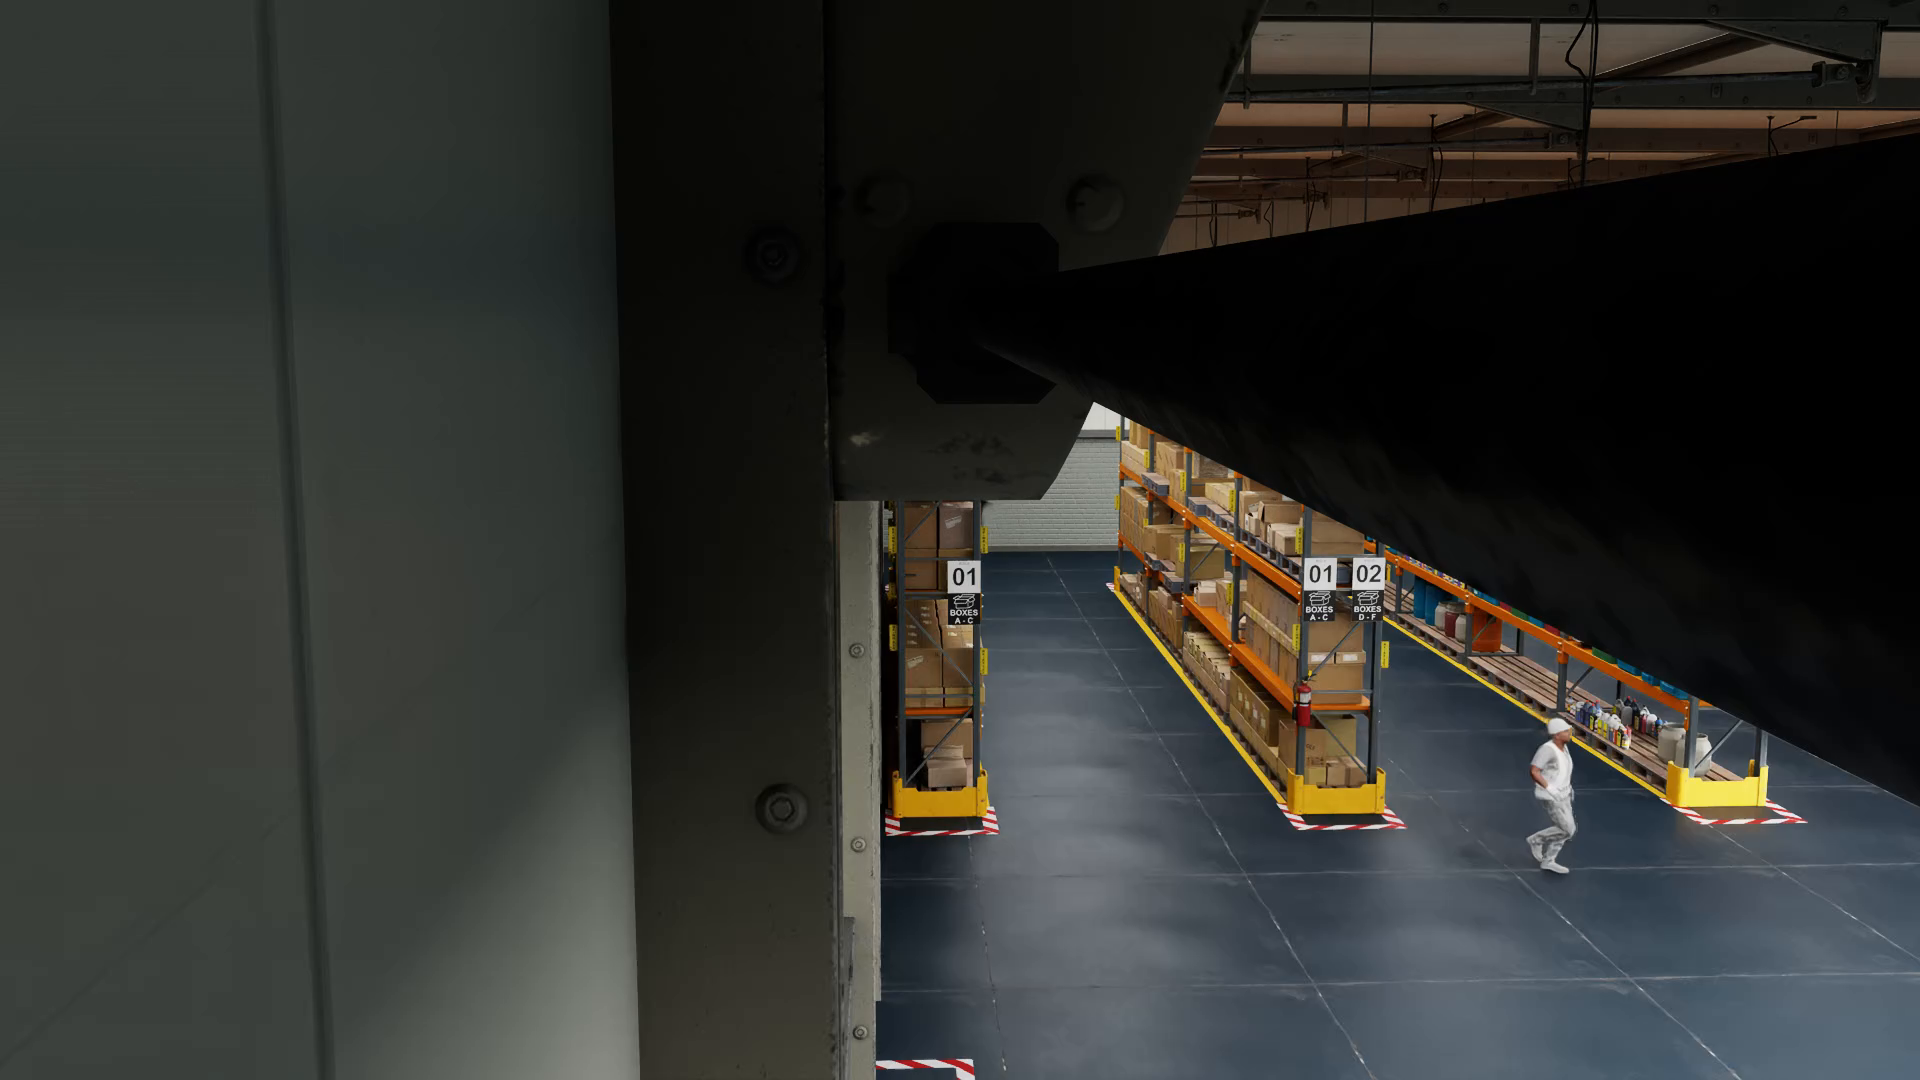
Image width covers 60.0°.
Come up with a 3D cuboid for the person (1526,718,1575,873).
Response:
[{"bbox_3d":[6.608,2.835,18.461,0.540,1.740,0.716,7,11,39],"label":"person"}]

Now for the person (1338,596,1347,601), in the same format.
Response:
[{"bbox_3d":[6.615,1.221,29.910,0.712,1.677,0.735,-1,8,-6],"label":"person"}]
